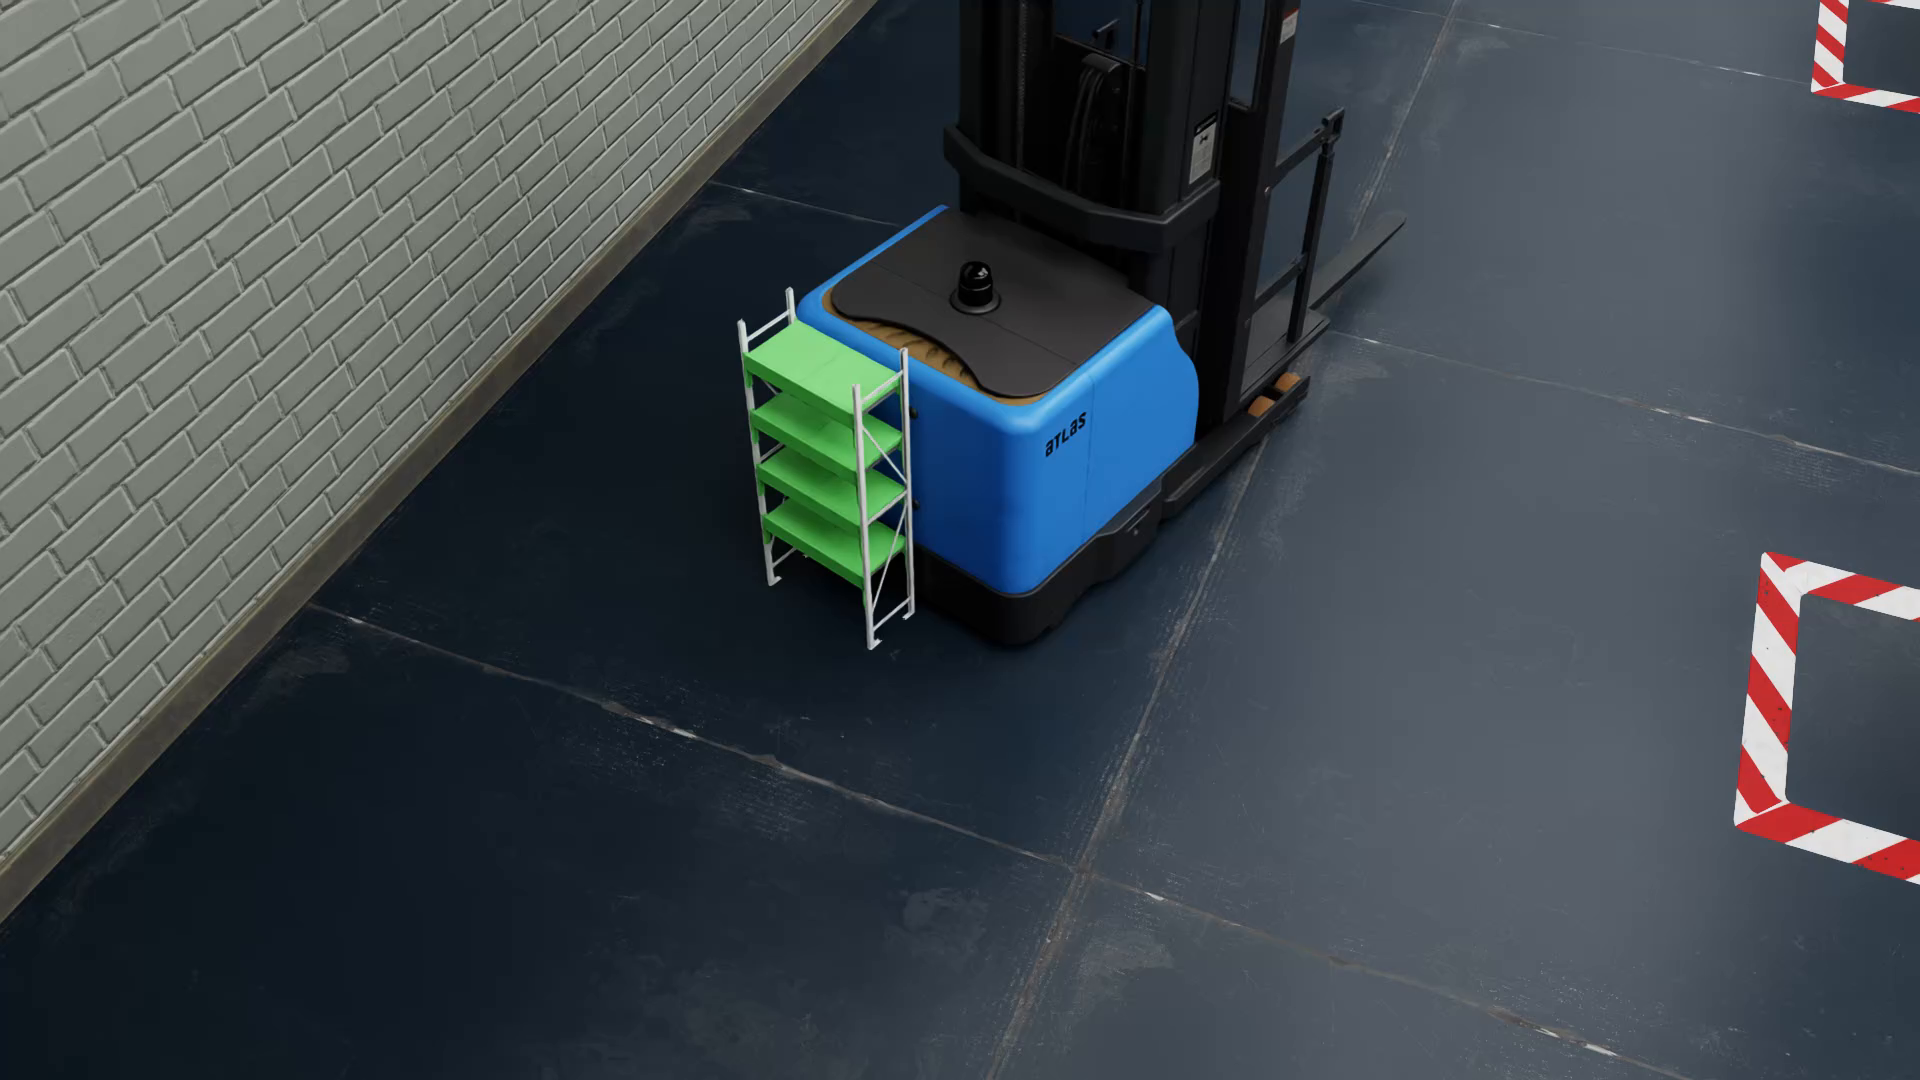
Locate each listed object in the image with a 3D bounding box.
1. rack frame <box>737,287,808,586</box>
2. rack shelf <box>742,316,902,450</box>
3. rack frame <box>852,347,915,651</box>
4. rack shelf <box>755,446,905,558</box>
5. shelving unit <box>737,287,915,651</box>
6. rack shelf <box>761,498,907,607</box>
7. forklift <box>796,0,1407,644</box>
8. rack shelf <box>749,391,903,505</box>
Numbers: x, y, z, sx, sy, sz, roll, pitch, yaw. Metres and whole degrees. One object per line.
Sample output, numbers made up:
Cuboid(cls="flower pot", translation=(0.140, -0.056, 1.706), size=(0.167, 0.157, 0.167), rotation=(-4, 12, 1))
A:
Cuboid(cls="rack frame", translation=(-0.620, -0.323, 5.724), size=(0.015, 1.200, 0.240), rotation=(30, 52, 27))
Cuboid(cls="rack shelf", translation=(-0.432, -0.508, 5.320), size=(0.480, 0.148, 0.258), rotation=(30, 52, 27))
Cuboid(cls="rack frame", translation=(-0.244, -0.103, 5.503), size=(0.015, 1.200, 0.240), rotation=(30, 52, 27))
Cuboid(cls="rack shelf", translation=(-0.432, -0.168, 5.658), size=(0.480, 0.148, 0.258), rotation=(30, 52, 27))
Cuboid(cls="shelving unit", translation=(-0.432, -0.213, 5.613), size=(0.503, 1.200, 0.258), rotation=(30, 52, 27))
Cuboid(cls="rack shelf", translation=(-0.432, 0.002, 5.828), size=(0.480, 0.148, 0.258), rotation=(30, 52, 27))
Cuboid(cls="forklift", translation=(0.762, -1.652, 5.832), size=(1.130, 2.935, 3.031), rotation=(30, 52, 27))
Cuboid(cls="rack shelf", translation=(-0.432, -0.338, 5.489), size=(0.480, 0.148, 0.258), rotation=(30, 52, 27))
